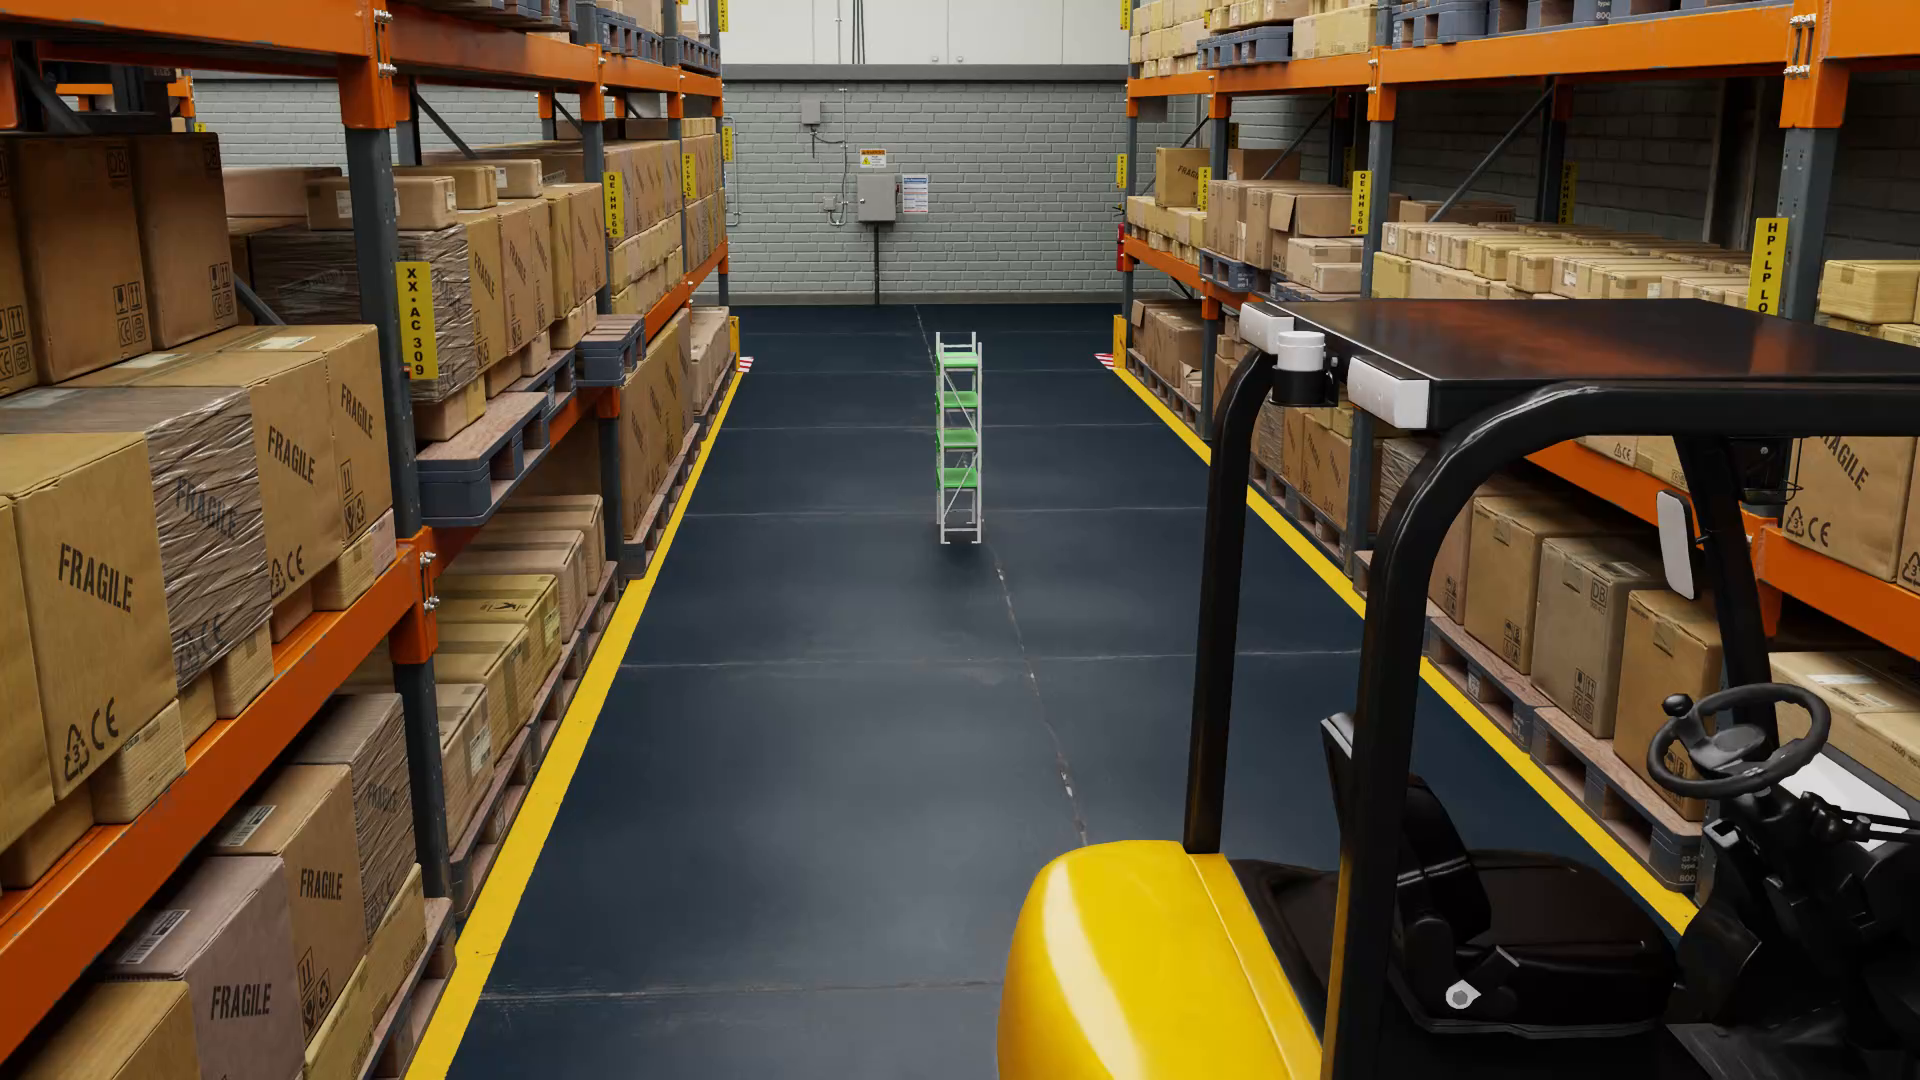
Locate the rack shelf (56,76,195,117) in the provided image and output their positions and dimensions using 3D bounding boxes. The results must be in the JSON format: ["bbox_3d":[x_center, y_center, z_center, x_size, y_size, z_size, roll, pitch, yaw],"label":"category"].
[{"bbox_3d":[-7.616,-3.673,13.704,1.077,0.370,4.000,-1,14,-3],"label":"rack shelf"}]

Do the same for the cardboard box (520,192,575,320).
[{"bbox_3d":[-1.929,-1.211,7.072,0.500,0.500,0.500,-2,15,-7],"label":"cardboard box"}]

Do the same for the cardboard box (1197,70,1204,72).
[{"bbox_3d":[2.067,-3.727,12.975,0.380,0.149,0.250,-1,14,-4],"label":"cardboard box"}]

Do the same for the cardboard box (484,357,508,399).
[{"bbox_3d":[-1.856,-0.603,6.012,0.380,0.149,0.250,-1,14,-3],"label":"cardboard box"}]

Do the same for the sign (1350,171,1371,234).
[{"bbox_3d":[2.103,-1.767,8.709,0.100,0.325,0.005,-1,14,-3],"label":"sign"}]

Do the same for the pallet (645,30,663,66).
[{"bbox_3d":[-2.452,-3.305,11.217,0.805,0.209,1.217,-1,15,-6],"label":"pallet"}]

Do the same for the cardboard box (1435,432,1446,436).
[{"bbox_3d":[2.922,-0.697,9.586,0.380,0.149,0.250,0,14,-1],"label":"cardboard box"}]

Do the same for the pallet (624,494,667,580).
[{"bbox_3d":[-2.284,-0.024,9.697,1.003,0.211,1.213,-1,14,-3],"label":"pallet"}]

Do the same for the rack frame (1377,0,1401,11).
[{"bbox_3d":[2.644,-4.161,8.137,1.000,3.000,0.127,-1,14,-3],"label":"rack frame"}]

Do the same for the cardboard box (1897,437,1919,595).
[{"bbox_3d":[2.707,-0.065,4.059,0.500,0.500,0.500,-1,14,-2],"label":"cardboard box"}]

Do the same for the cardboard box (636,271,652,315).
[{"bbox_3d":[-2.166,-1.489,10.093,0.500,0.250,0.500,0,14,-2],"label":"cardboard box"}]

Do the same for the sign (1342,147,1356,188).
[{"bbox_3d":[2.950,-2.820,12.644,0.100,0.325,0.005,-1,14,-3],"label":"sign"}]

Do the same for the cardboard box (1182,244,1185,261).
[{"bbox_3d":[2.057,-2.398,13.831,0.380,0.149,0.250,-1,14,-2],"label":"cardboard box"}]

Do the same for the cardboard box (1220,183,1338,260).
[{"bbox_3d":[2.235,-2.249,11.705,0.700,0.500,0.500,-1,14,-3],"label":"cardboard box"}]

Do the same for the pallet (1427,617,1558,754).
[{"bbox_3d":[2.728,0.603,7.258,1.003,0.211,1.213,-1,14,-3],"label":"pallet"}]

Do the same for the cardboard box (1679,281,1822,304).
[{"bbox_3d":[2.615,-0.768,5.490,0.380,0.149,0.250,-1,14,-4],"label":"cardboard box"}]

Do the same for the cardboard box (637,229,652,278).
[{"bbox_3d":[-2.145,-1.730,10.026,0.500,0.250,0.500,-1,14,-4],"label":"cardboard box"}]

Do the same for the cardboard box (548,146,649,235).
[{"bbox_3d":[-2.154,-2.089,9.918,0.500,0.500,0.500,0,14,-2],"label":"cardboard box"}]

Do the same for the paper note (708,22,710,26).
[{"bbox_3d":[-2.095,-4.312,13.894,0.006,0.032,0.123,-1,14,-3],"label":"paper note"}]

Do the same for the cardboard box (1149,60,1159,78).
[{"bbox_3d":[1.913,-4.235,14.953,0.380,0.149,0.250,-1,14,-4],"label":"cardboard box"}]

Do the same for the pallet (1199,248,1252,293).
[{"bbox_3d":[2.336,-1.957,11.996,1.003,0.211,1.213,-1,14,-3],"label":"pallet"}]

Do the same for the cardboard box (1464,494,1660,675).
[{"bbox_3d":[2.759,0.177,7.243,0.875,0.625,0.625,-1,15,-6],"label":"cardboard box"}]

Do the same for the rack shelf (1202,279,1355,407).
[{"bbox_3d":[2.520,-1.404,10.908,1.077,0.370,4.000,-1,14,-3],"label":"rack shelf"}]

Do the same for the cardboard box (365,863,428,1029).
[{"bbox_3d":[-1.758,1.088,4.452,0.500,0.250,0.500,0,14,-1],"label":"cardboard box"}]

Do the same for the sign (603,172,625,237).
[{"bbox_3d":[-1.769,-1.711,8.491,0.100,0.325,0.005,-1,14,-3],"label":"sign"}]

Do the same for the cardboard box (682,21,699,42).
[{"bbox_3d":[-2.688,-4.689,15.467,0.500,0.250,0.500,-2,15,-9],"label":"cardboard box"}]

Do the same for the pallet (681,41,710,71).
[{"bbox_3d":[-2.671,-4.088,14.055,1.003,0.211,1.213,-1,14,-3],"label":"pallet"}]

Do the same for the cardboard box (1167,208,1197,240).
[{"bbox_3d":[2.057,-2.693,14.177,0.500,0.250,0.500,-1,14,-4],"label":"cardboard box"}]

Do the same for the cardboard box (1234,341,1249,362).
[{"bbox_3d":[2.247,-1.396,12.304,0.380,0.149,0.250,-1,14,-5],"label":"cardboard box"}]

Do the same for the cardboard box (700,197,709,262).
[{"bbox_3d":[-2.377,-2.591,13.874,0.500,0.500,0.500,-1,14,-3],"label":"cardboard box"}]

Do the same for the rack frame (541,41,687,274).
[{"bbox_3d":[-2.558,-2.172,12.450,1.000,3.000,0.127,-1,14,-3],"label":"rack frame"}]

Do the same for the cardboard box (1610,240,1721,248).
[{"bbox_3d":[3.071,-1.224,7.262,0.380,0.149,0.250,-1,14,-4],"label":"cardboard box"}]

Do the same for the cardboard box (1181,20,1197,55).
[{"bbox_3d":[2.073,-4.019,13.312,0.500,0.250,0.500,-1,14,-5],"label":"cardboard box"}]

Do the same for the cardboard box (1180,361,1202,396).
[{"bbox_3d":[2.046,-1.352,13.906,0.396,0.266,0.258,0,14,-1],"label":"cardboard box"}]

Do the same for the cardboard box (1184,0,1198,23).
[{"bbox_3d":[2.084,-4.264,13.260,0.500,0.250,0.500,-1,14,-4],"label":"cardboard box"}]

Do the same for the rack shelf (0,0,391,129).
[{"bbox_3d":[-1.939,-0.790,2.500,1.077,0.370,4.000,-1,14,-3],"label":"rack shelf"}]

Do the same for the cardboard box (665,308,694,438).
[{"bbox_3d":[-2.440,-1.194,12.068,0.875,0.875,0.875,0,14,-2],"label":"cardboard box"}]

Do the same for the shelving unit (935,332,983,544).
[{"bbox_3d":[-0.010,-0.622,10.037,0.258,1.200,0.503,-1,14,-3],"label":"shelving unit"}]

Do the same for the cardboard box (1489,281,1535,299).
[{"bbox_3d":[2.528,-0.929,6.914,0.500,0.250,0.500,-1,14,-3],"label":"cardboard box"}]

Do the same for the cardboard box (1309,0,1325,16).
[{"bbox_3d":[2.328,-3.233,10.054,0.380,0.149,0.250,0,14,-2],"label":"cardboard box"}]

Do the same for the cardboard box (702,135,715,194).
[{"bbox_3d":[-2.449,-3.331,14.746,0.500,0.500,0.500,-1,14,-4],"label":"cardboard box"}]

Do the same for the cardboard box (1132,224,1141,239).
[{"bbox_3d":[1.895,-3.037,16.315,0.380,0.149,0.250,-1,14,-4],"label":"cardboard box"}]

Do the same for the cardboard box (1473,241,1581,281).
[{"bbox_3d":[2.460,-1.213,7.219,0.380,0.149,0.250,-1,14,-2],"label":"cardboard box"}]

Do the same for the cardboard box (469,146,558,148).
[{"bbox_3d":[-2.668,-2.086,9.906,0.500,0.500,0.500,-1,14,-3],"label":"cardboard box"}]

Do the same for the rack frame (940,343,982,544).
[{"bbox_3d":[0.005,-0.562,9.801,0.240,1.200,0.015,-1,14,-3],"label":"rack frame"}]

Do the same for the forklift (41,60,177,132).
[{"bbox_3d":[-5.066,-1.329,9.310,1.130,2.935,3.031,1,14,3],"label":"forklift"}]

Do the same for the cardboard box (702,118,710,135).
[{"bbox_3d":[-2.470,-3.739,15.029,0.380,0.149,0.250,-1,14,-2],"label":"cardboard box"}]

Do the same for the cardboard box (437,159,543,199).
[{"bbox_3d":[-1.927,-1.485,6.836,0.380,0.149,0.250,-2,15,-6],"label":"cardboard box"}]

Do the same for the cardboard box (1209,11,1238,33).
[{"bbox_3d":[2.017,-3.752,12.031,0.380,0.149,0.250,-1,14,-3],"label":"cardboard box"}]

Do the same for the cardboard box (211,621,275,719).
[{"bbox_3d":[-1.672,0.267,3.474,0.380,0.149,0.250,-1,14,-4],"label":"cardboard box"}]

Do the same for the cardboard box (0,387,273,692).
[{"bbox_3d":[-1.711,-0.012,3.255,0.500,0.500,0.500,0,14,-2],"label":"cardboard box"}]

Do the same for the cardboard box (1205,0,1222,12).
[{"bbox_3d":[1.977,-3.896,11.992,0.380,0.149,0.250,0,14,-2],"label":"cardboard box"}]

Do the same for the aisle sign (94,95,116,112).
[{"bbox_3d":[-8.044,-4.338,15.650,0.394,0.787,0.004,-1,14,-3],"label":"aisle sign"}]

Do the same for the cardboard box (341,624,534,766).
[{"bbox_3d":[-2.145,0.577,6.194,0.950,0.372,0.625,0,14,0],"label":"cardboard box"}]

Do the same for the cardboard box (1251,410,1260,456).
[{"bbox_3d":[2.271,-0.863,11.533,0.500,0.500,0.500,-1,14,-5],"label":"cardboard box"}]
